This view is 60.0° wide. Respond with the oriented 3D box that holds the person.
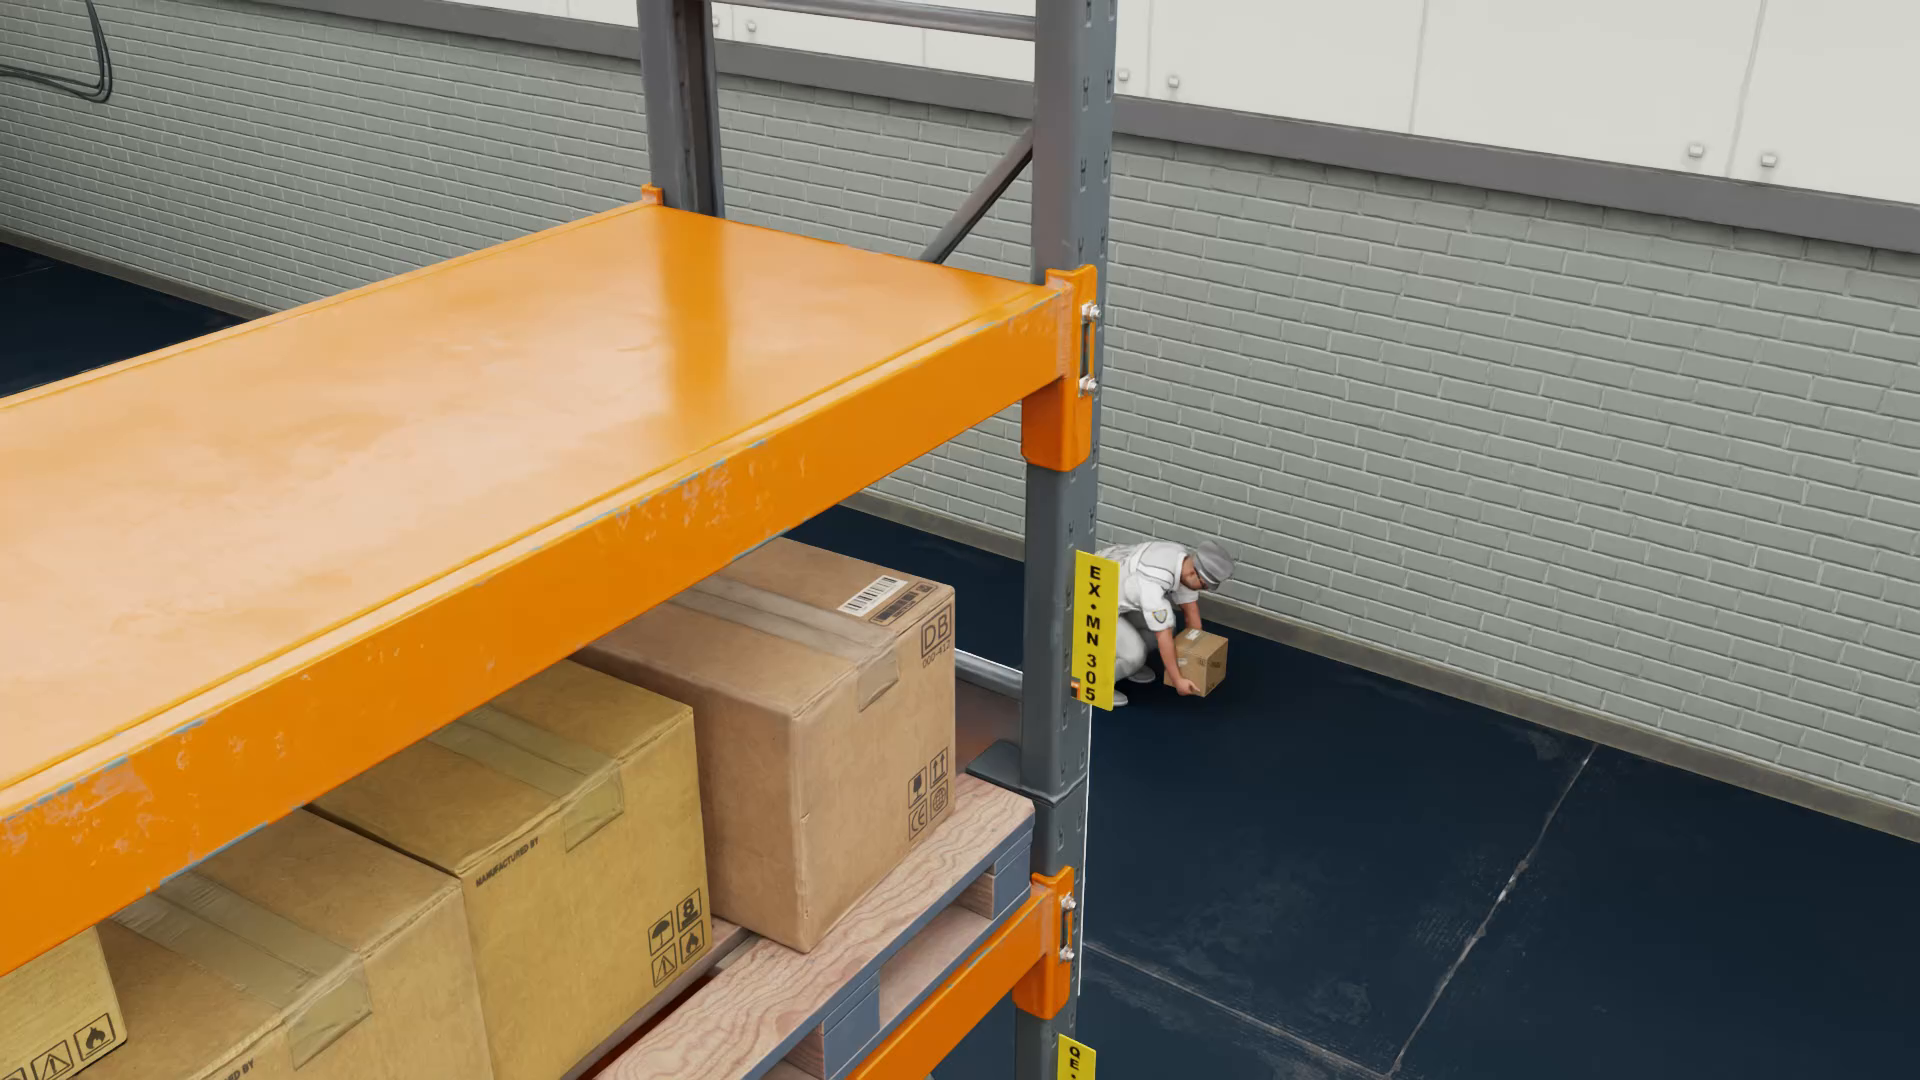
[{"bbox_3d":[1.011,0.414,9.158,0.970,1.024,0.532,16,31,29],"label":"person"}]
